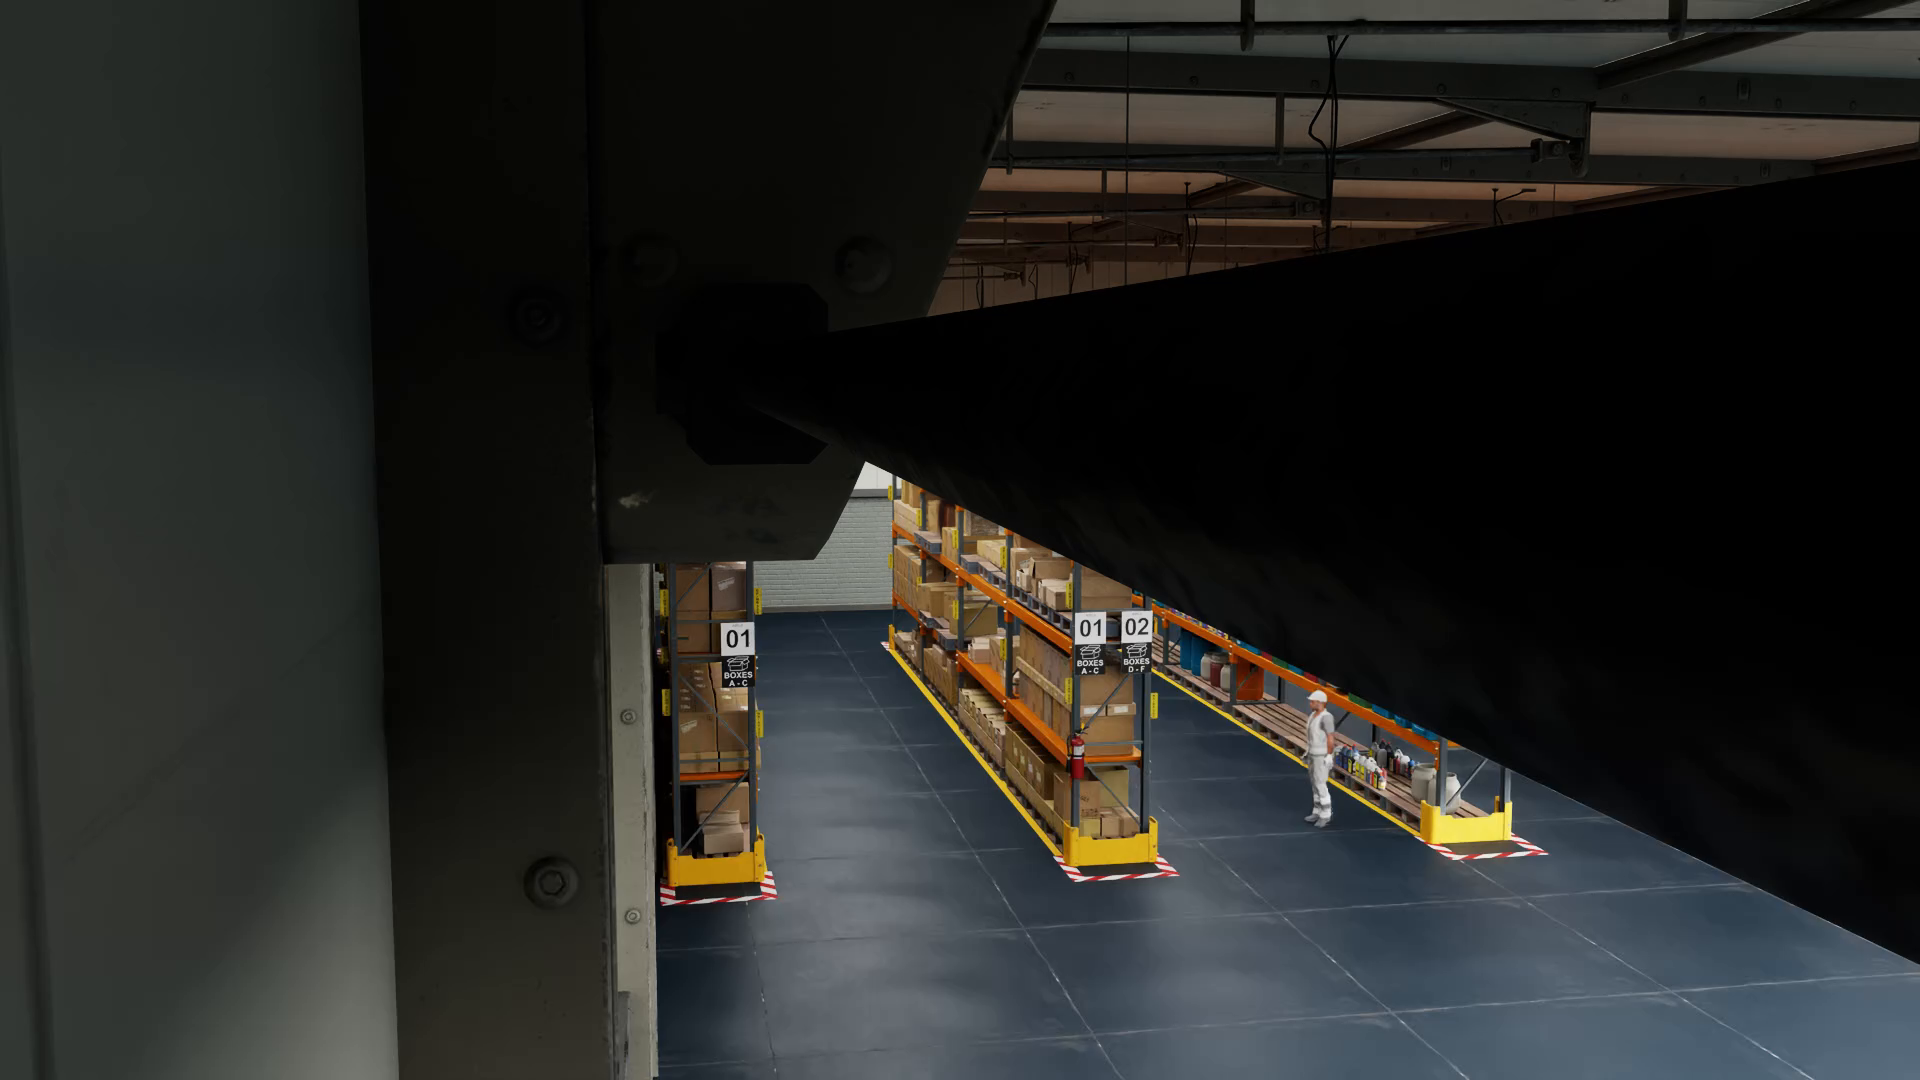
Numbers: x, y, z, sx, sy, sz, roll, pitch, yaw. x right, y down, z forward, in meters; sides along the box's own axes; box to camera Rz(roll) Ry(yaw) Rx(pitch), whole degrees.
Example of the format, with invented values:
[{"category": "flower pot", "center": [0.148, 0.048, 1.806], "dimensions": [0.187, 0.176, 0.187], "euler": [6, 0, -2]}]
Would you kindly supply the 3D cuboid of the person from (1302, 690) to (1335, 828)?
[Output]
[{"category": "person", "center": [4.908, 2.985, 22.824], "dimensions": [0.374, 1.828, 0.620], "euler": [-1, 6, -13]}]
